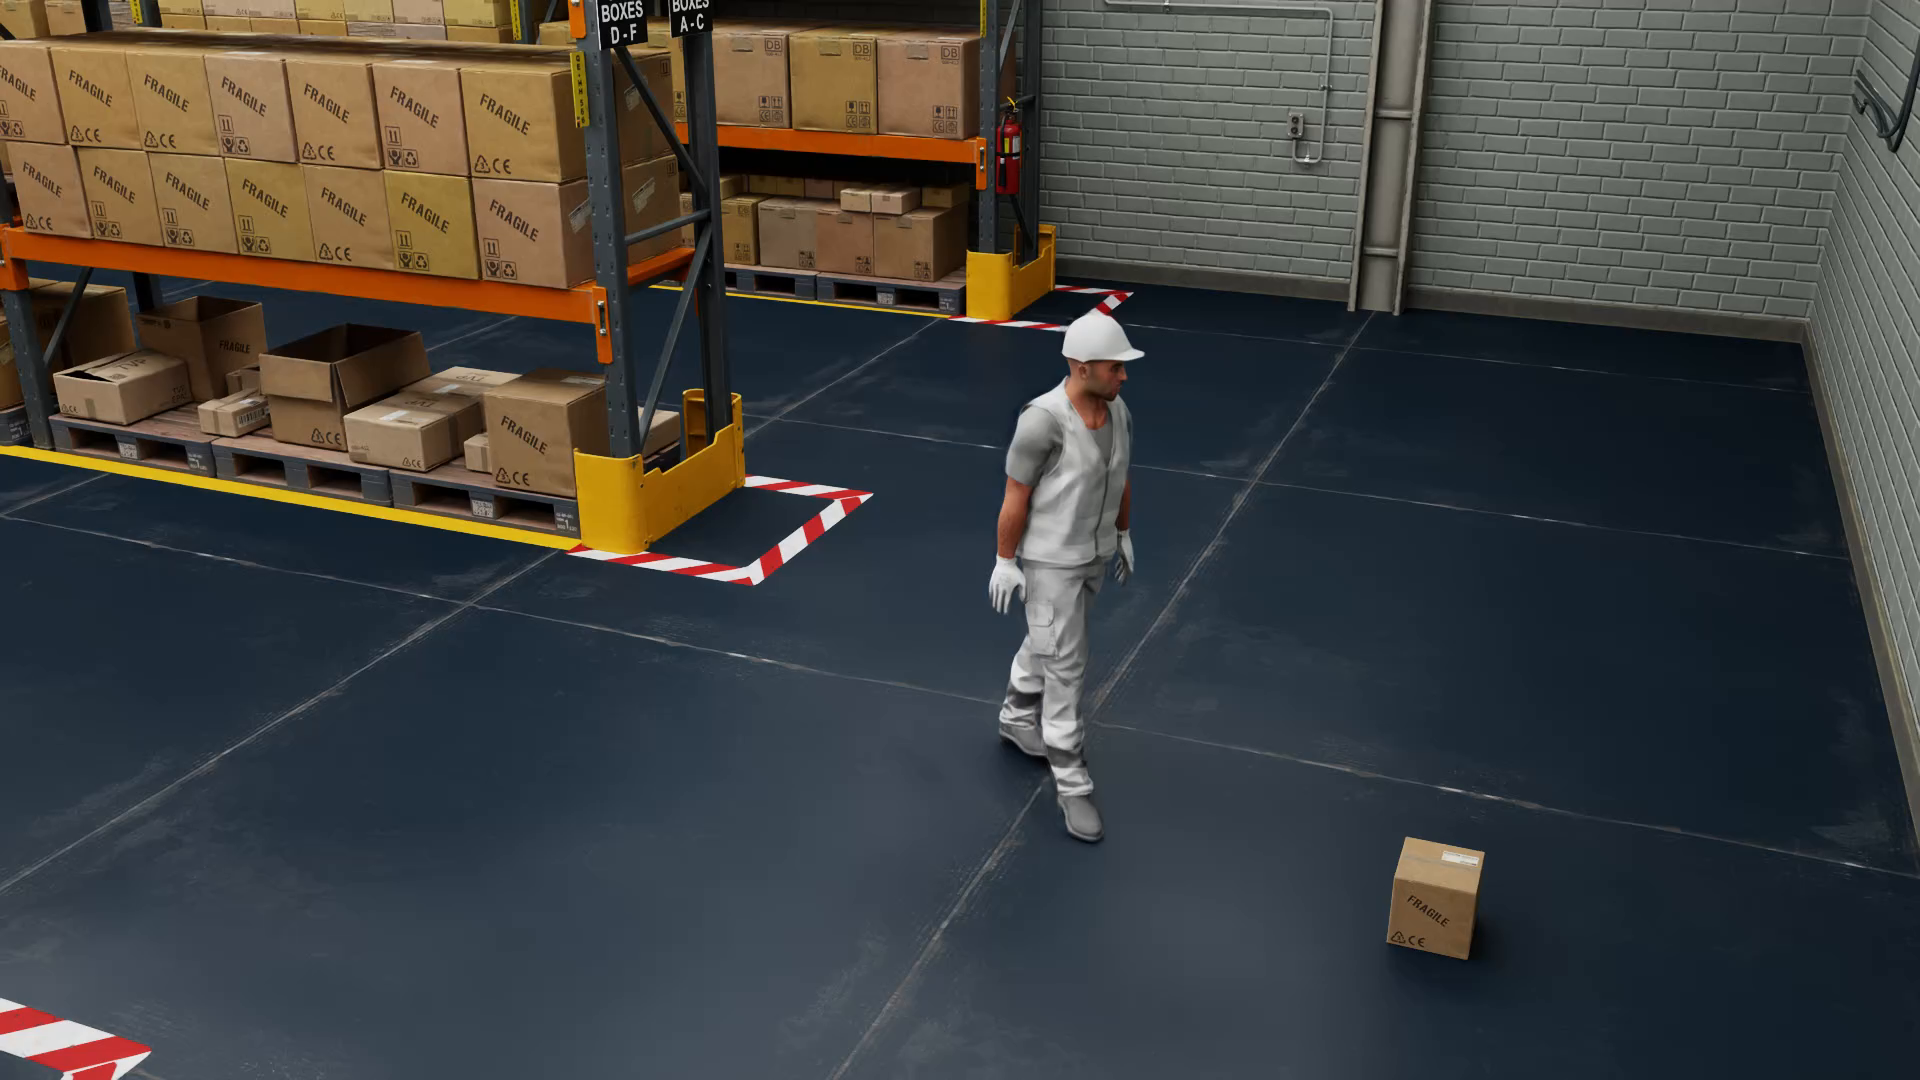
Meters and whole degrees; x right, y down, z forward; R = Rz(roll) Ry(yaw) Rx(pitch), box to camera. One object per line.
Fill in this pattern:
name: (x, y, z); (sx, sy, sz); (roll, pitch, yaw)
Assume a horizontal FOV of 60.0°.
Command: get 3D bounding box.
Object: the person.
person: (0.400, 0.066, 5.895); (0.764, 1.773, 0.621); (20, 30, 40)
